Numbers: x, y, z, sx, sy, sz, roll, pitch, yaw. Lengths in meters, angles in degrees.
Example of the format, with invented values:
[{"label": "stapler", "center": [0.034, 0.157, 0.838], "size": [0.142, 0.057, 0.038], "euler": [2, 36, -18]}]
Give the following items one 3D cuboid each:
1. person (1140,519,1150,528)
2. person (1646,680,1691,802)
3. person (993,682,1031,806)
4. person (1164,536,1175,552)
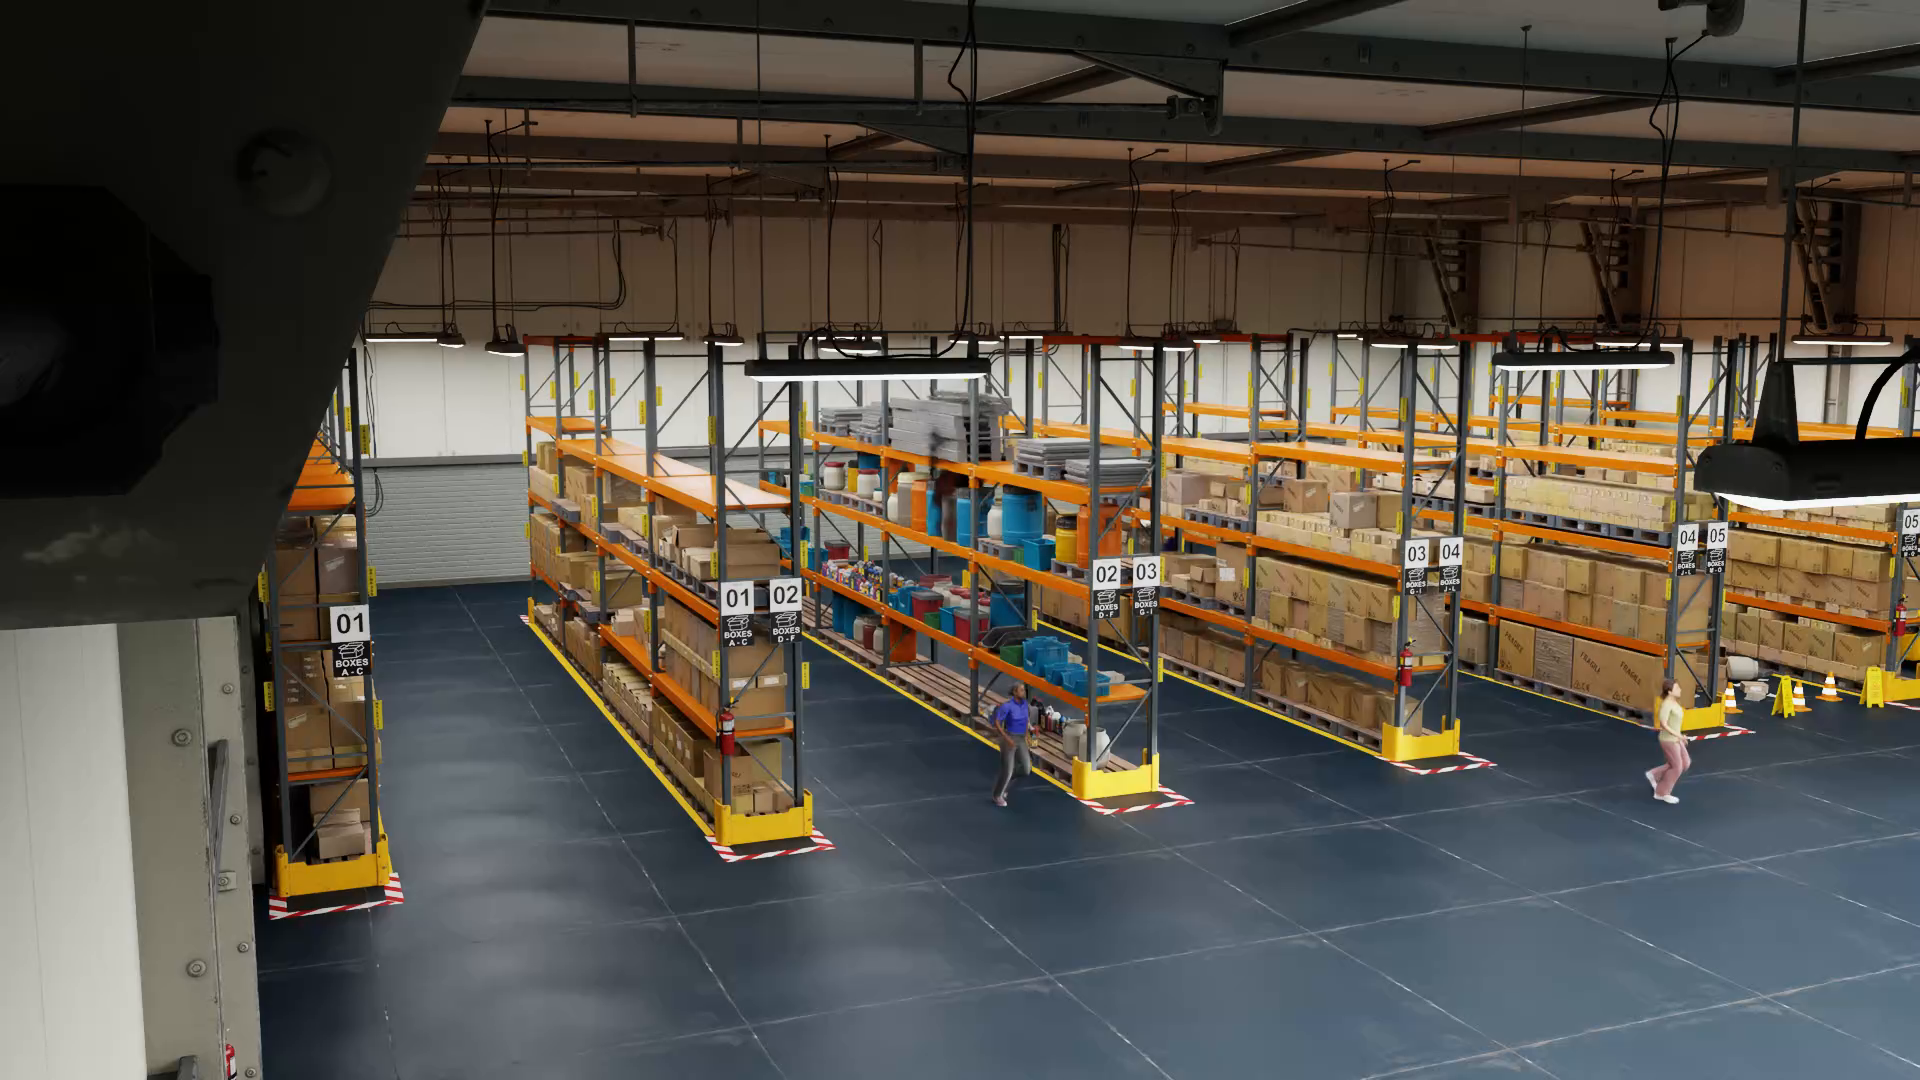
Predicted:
[{"label": "person", "center": [4.561, 0.010, 41.110], "size": [0.869, 1.734, 0.747], "euler": [-5, 9, -31]}, {"label": "person", "center": [9.330, 2.641, 21.869], "size": [0.535, 1.616, 0.584], "euler": [4, 9, 28]}, {"label": "person", "center": [0.740, 2.660, 21.820], "size": [0.632, 1.601, 0.501], "euler": [-6, 10, -38]}, {"label": "person", "center": [5.357, -0.017, 41.888], "size": [0.516, 1.568, 0.719], "euler": [3, 8, 19]}]
